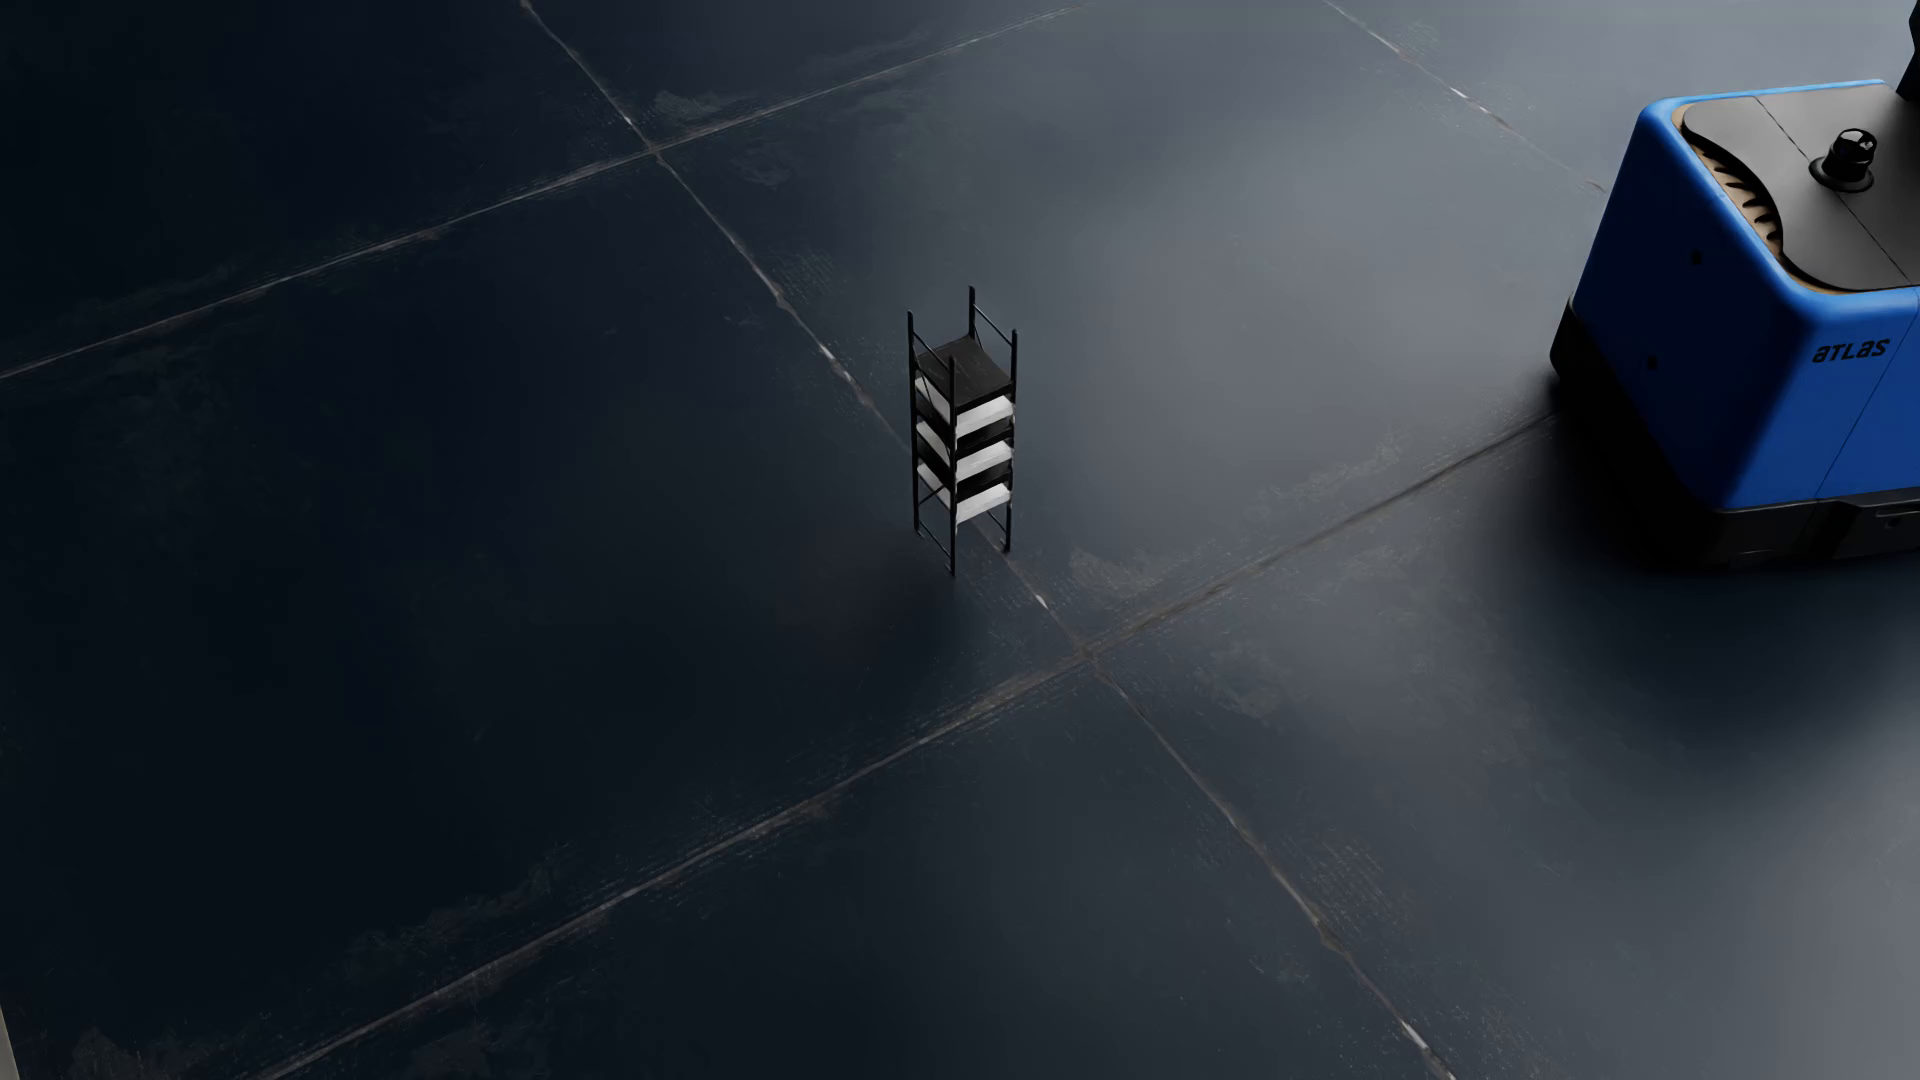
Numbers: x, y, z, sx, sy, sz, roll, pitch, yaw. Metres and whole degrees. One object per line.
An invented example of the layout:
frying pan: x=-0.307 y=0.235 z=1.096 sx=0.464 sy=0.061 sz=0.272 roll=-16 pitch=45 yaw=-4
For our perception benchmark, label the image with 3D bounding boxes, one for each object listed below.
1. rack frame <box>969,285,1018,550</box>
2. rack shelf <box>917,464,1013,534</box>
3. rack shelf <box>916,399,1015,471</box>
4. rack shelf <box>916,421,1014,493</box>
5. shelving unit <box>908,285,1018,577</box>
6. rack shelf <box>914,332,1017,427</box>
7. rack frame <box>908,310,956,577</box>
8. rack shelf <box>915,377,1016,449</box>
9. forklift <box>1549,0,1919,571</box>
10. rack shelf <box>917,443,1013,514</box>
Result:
rack frame: x=0.093 y=-0.343 z=4.953 sx=0.006 sy=0.900 sz=0.240 roll=-25 pitch=53 yaw=-21
rack shelf: x=0.007 y=-0.161 z=5.076 sx=0.200 sy=0.077 sz=0.258 roll=-25 pitch=53 yaw=-21
rack shelf: x=0.007 y=-0.340 z=4.874 sx=0.200 sy=0.077 sz=0.258 roll=-25 pitch=53 yaw=-21
rack shelf: x=0.007 y=-0.280 z=4.942 sx=0.200 sy=0.077 sz=0.258 roll=-25 pitch=53 yaw=-21
shelving unit: x=0.007 y=-0.303 z=4.917 sx=0.210 sy=0.900 sz=0.258 roll=-25 pitch=53 yaw=-21
rack shelf: x=0.007 y=-0.460 z=4.740 sx=0.200 sy=0.077 sz=0.258 roll=-25 pitch=53 yaw=-21
rack frame: x=-0.079 y=-0.262 z=4.881 sx=0.006 sy=0.900 sz=0.240 roll=-25 pitch=53 yaw=-21
rack shelf: x=0.007 y=-0.400 z=4.807 sx=0.200 sy=0.077 sz=0.258 roll=-25 pitch=53 yaw=-21
forklift: x=3.586 y=-1.399 z=4.533 sx=3.031 sy=2.935 sz=1.130 roll=-7 pitch=49 yaw=-6
rack shelf: x=0.007 y=-0.220 z=5.009 sx=0.200 sy=0.077 sz=0.258 roll=-25 pitch=53 yaw=-21
